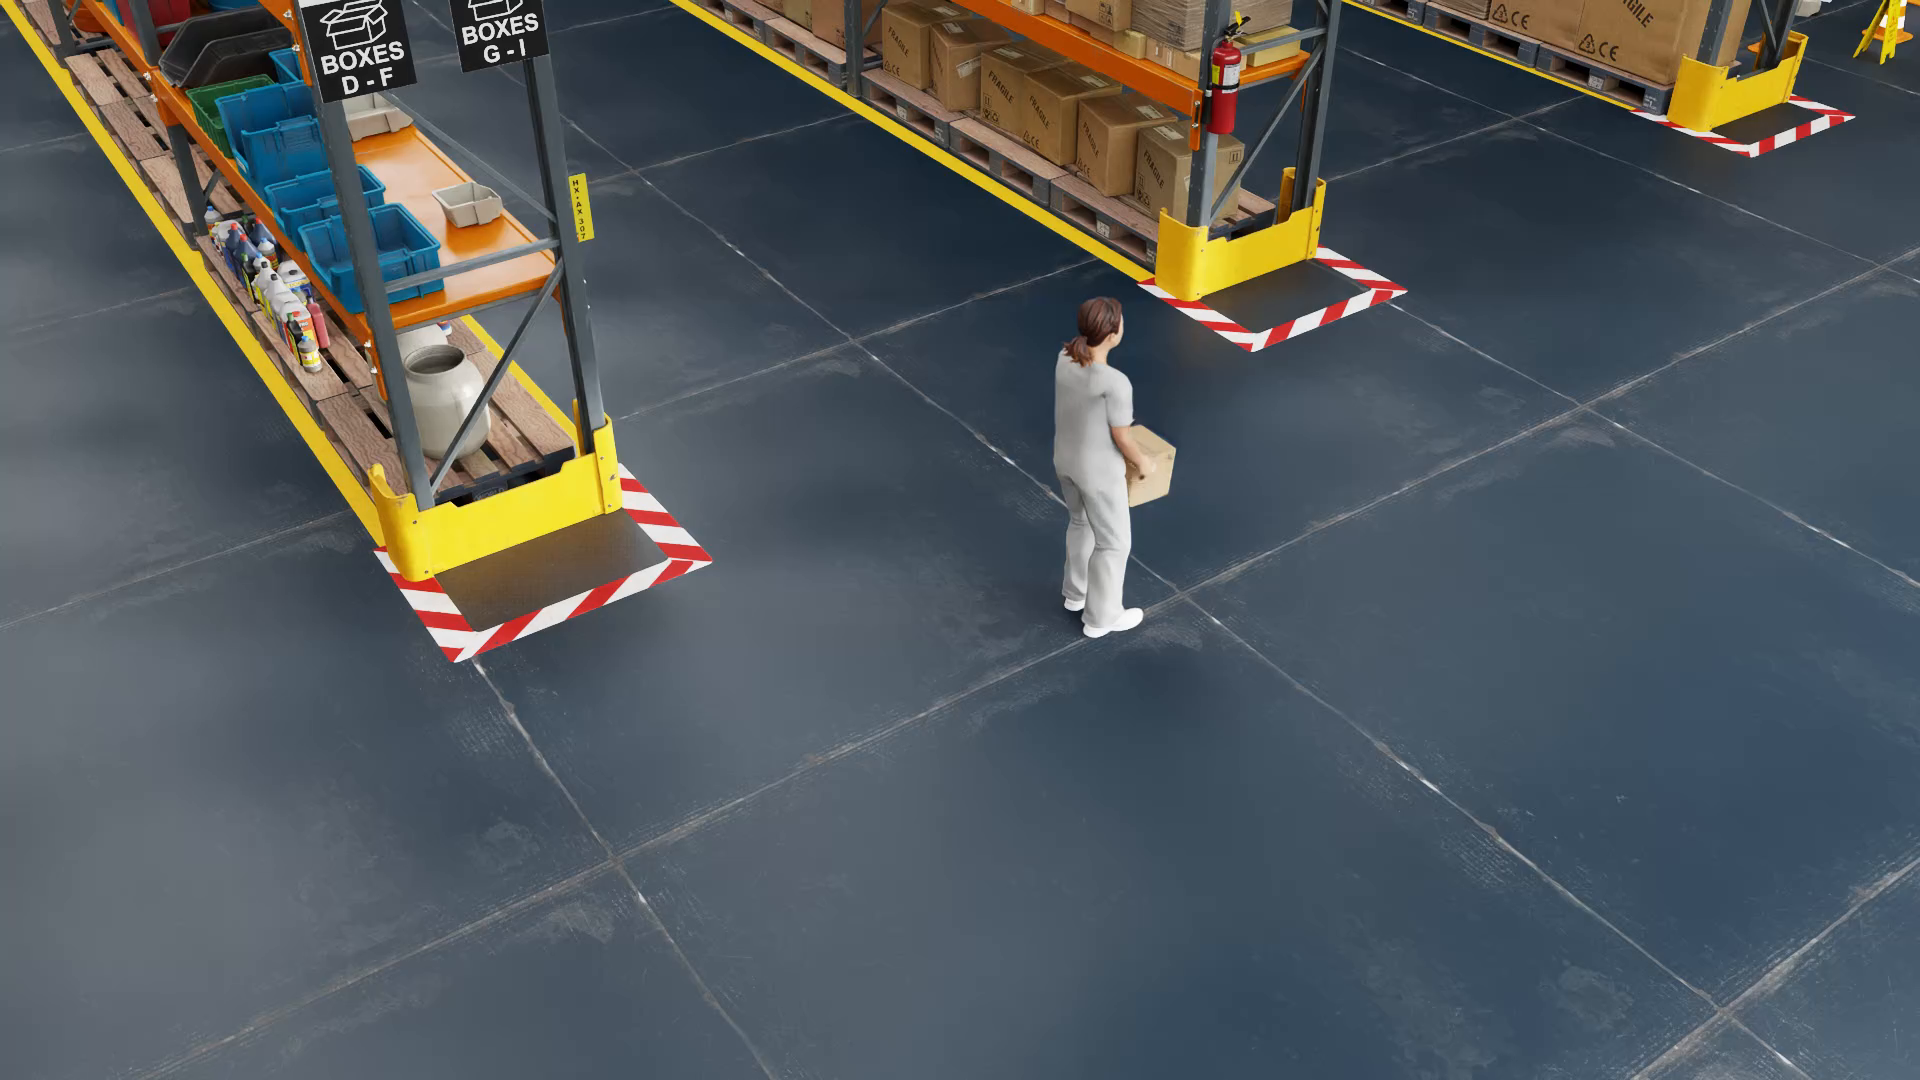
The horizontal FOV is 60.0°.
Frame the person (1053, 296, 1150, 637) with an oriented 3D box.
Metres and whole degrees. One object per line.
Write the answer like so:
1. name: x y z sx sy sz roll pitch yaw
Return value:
1. person: 0.623 -0.340 7.459 0.424 1.676 0.467 -24 43 -28
